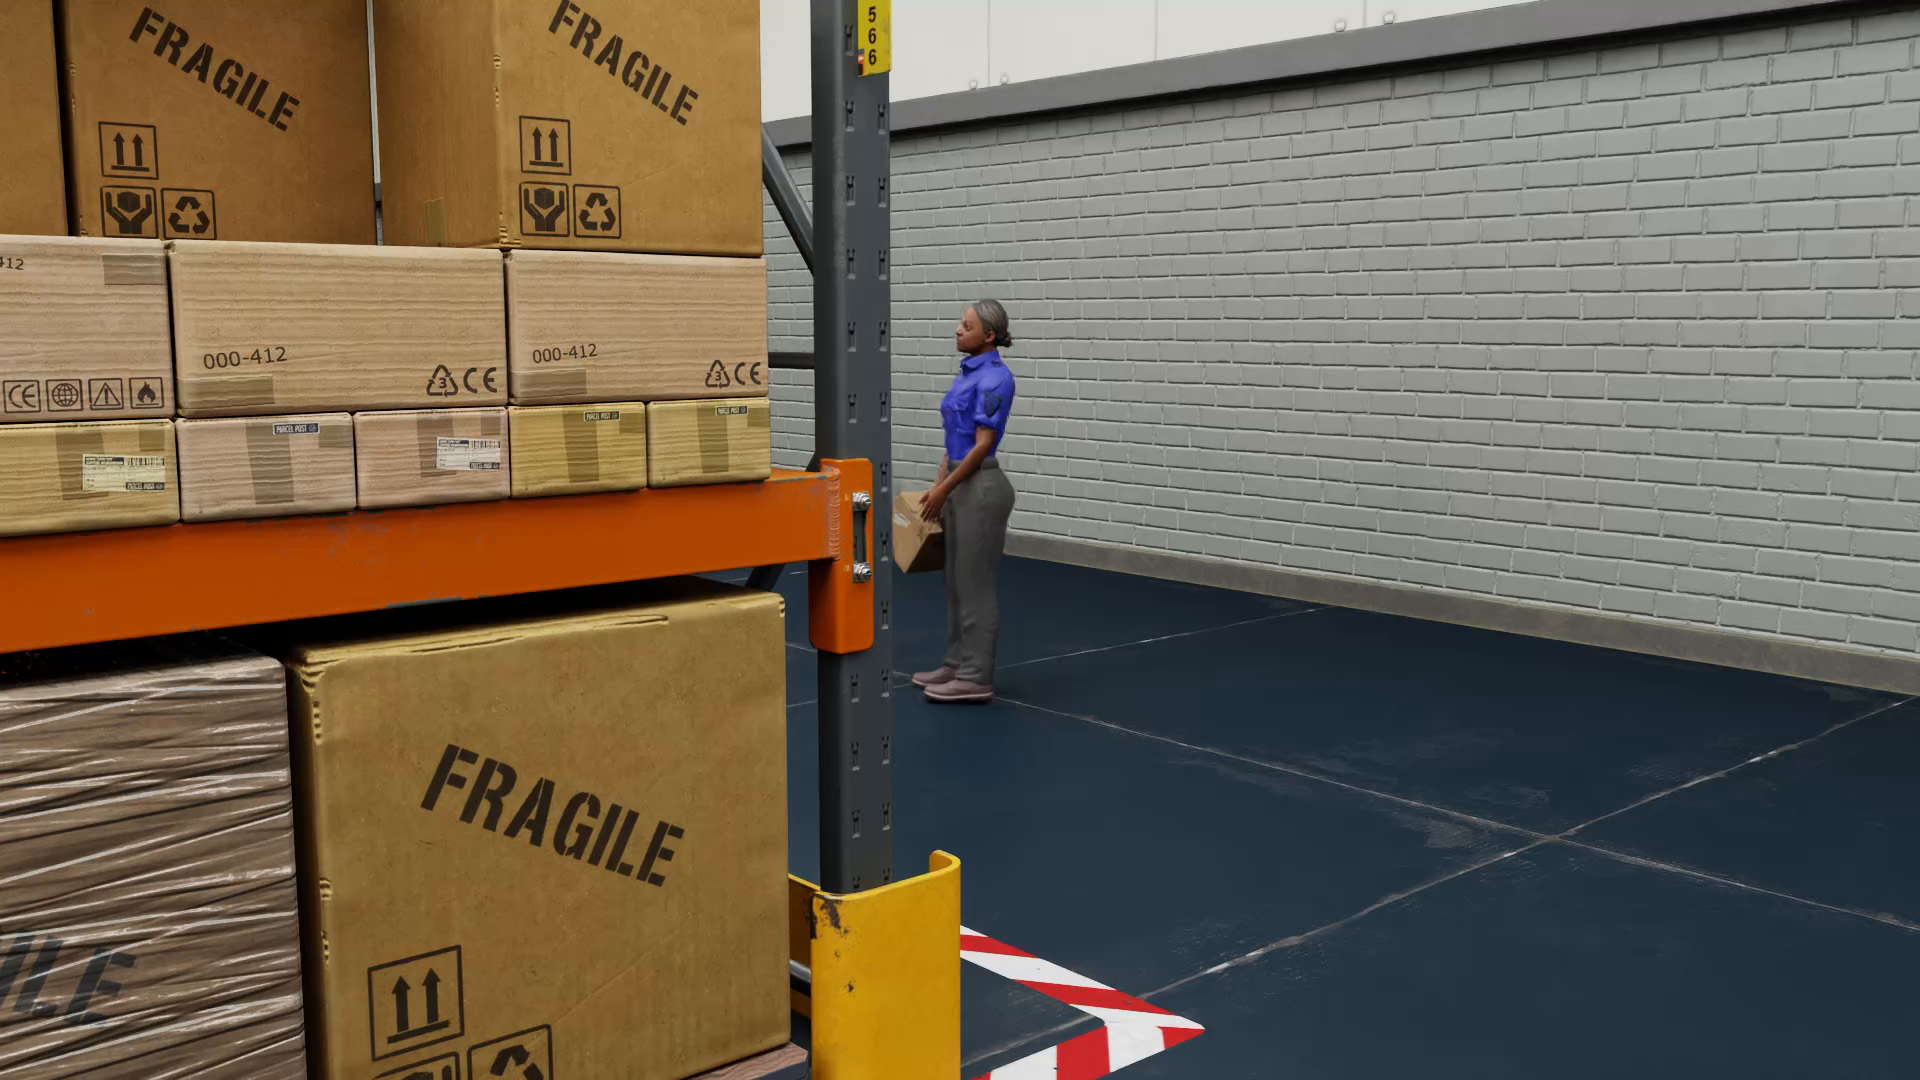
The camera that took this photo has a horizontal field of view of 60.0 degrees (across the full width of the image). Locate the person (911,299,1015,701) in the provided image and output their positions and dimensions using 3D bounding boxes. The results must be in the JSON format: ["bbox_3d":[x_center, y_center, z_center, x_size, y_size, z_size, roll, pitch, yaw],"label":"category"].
[{"bbox_3d":[0.001,-0.166,6.960,0.421,1.666,0.538,-2,8,-14],"label":"person"}]
